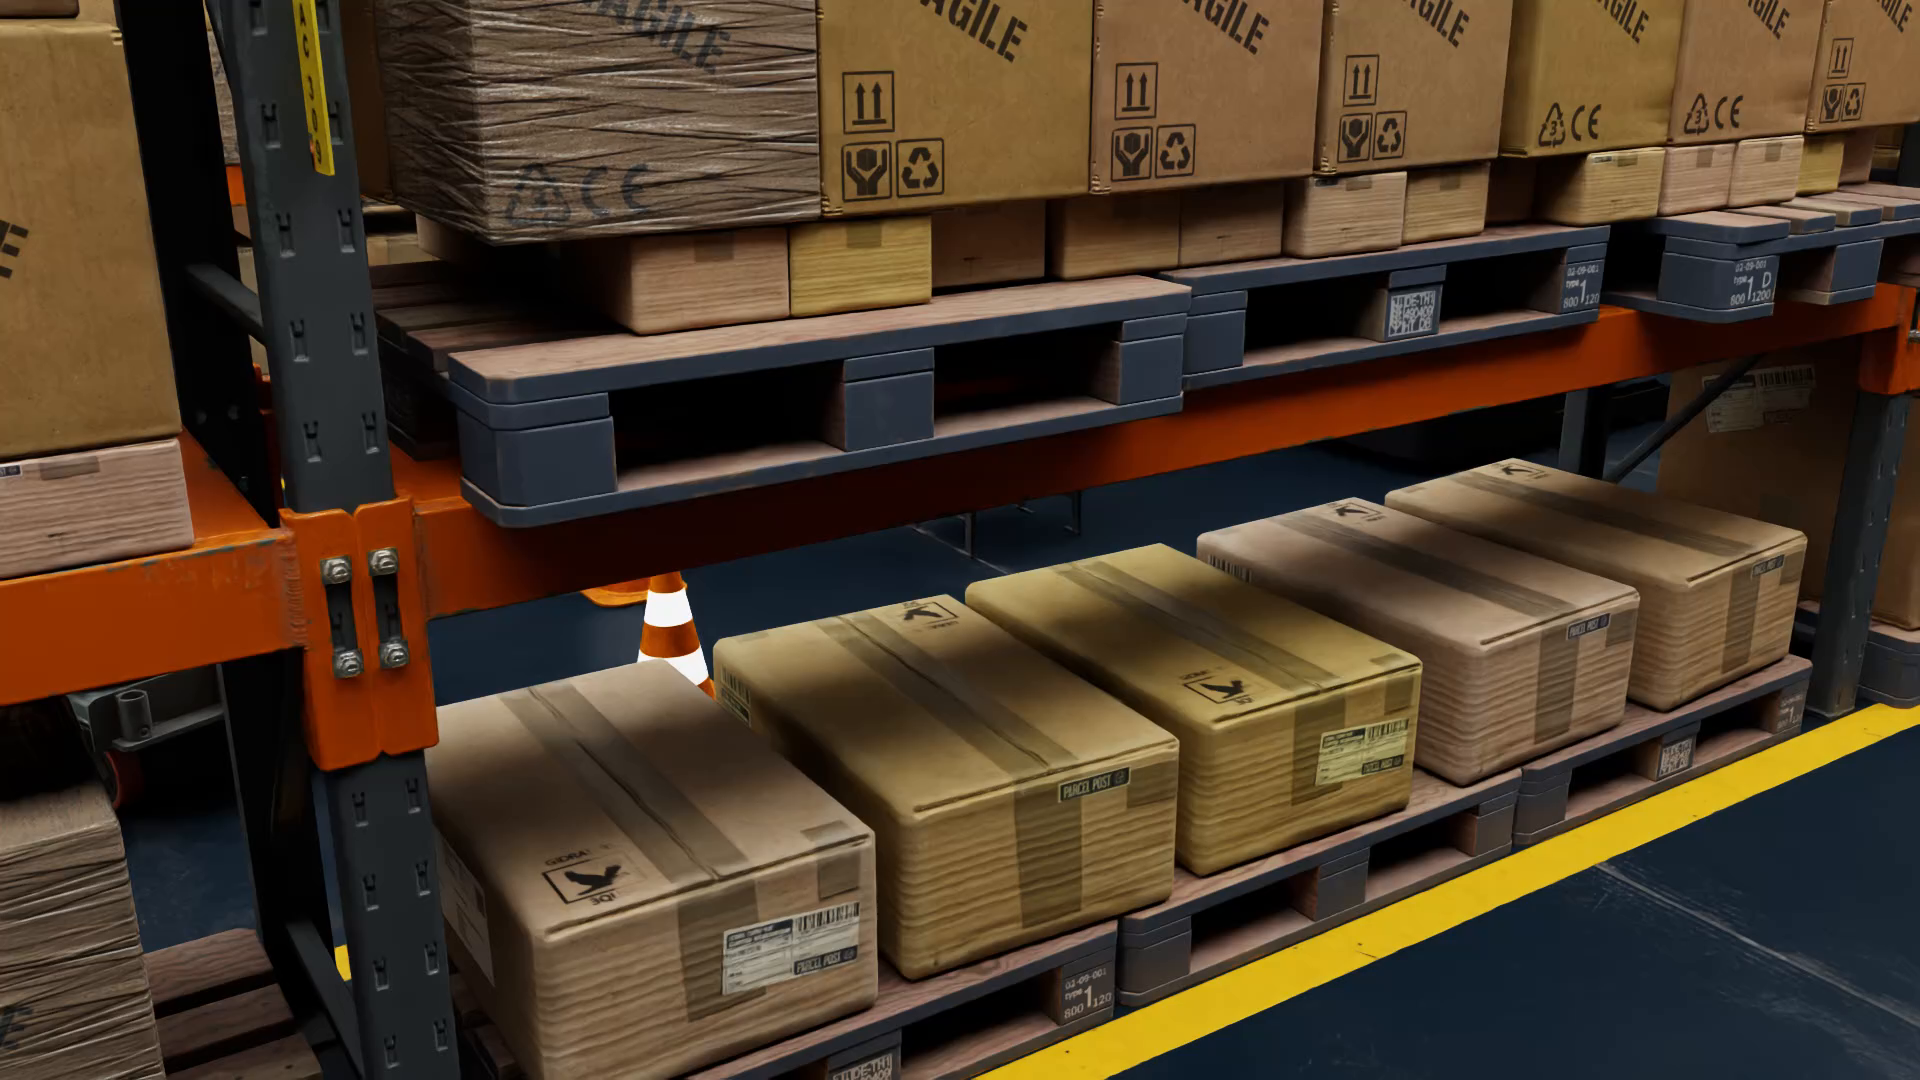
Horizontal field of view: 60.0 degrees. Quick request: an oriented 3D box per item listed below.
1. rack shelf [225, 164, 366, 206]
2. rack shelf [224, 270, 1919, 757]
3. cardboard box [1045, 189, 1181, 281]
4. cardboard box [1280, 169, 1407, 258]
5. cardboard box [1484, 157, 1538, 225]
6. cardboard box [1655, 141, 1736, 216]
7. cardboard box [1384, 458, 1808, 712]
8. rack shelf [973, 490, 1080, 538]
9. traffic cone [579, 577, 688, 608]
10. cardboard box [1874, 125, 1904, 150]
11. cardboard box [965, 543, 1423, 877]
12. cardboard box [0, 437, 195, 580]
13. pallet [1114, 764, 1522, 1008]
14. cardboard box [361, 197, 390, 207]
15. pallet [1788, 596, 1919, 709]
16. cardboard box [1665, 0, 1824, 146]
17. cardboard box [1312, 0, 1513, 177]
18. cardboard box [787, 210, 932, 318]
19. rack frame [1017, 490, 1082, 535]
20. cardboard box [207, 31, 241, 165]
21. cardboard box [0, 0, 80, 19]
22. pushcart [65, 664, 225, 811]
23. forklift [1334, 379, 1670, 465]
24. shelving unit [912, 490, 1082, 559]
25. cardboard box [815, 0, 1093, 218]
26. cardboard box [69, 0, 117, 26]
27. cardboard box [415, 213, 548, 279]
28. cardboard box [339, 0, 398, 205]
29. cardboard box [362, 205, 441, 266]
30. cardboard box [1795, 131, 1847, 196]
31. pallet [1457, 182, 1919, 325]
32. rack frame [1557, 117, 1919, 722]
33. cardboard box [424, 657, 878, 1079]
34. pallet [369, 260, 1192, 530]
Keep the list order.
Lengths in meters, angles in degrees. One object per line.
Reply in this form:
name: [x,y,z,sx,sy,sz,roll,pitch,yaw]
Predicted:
rack shelf: [-2.233,-1.662,7.601,4.000,0.370,1.077,-12,22,-31]
rack shelf: [0.573,-0.356,3.737,4.000,0.370,1.077,-12,22,-31]
cardboard box: [0.184,-0.583,3.023,0.250,0.149,0.380,-12,22,-31]
cardboard box: [0.642,-0.659,3.248,0.250,0.149,0.380,-11,22,-29]
cardboard box: [1.014,-0.780,3.606,0.250,0.149,0.380,-12,22,-31]
cardboard box: [1.515,-0.843,3.792,0.250,0.149,0.380,-13,23,-34]
cardboard box: [1.766,0.094,4.731,0.625,0.372,0.950,-14,23,-35]
rack shelf: [0.138,-0.348,6.223,0.480,0.518,0.431,-12,22,-31]
traffic cone: [-1.139,-0.054,5.682,0.334,0.463,0.336,-12,22,-31]
cardboard box: [2.803,-1.238,4.677,0.500,0.250,0.500,-12,22,-32]
cardboard box: [0.518,0.358,3.950,0.625,0.372,0.950,-11,22,-30]
cardboard box: [-1.198,-0.087,2.212,0.250,0.149,0.380,-12,22,-32]
pallet: [0.572,0.623,4.073,1.213,0.211,1.003,-12,22,-31]
cardboard box: [-4.211,-2.499,12.171,0.500,0.500,0.700,-14,23,-36]
pallet: [2.944,0.153,5.462,1.213,0.211,1.003,-12,22,-31]
cardboard box: [1.591,-1.188,3.798,0.500,0.500,0.500,-12,22,-32]
cardboard box: [0.714,-1.003,3.251,0.500,0.500,0.500,-13,23,-34]
cardboard box: [-0.248,-0.479,2.714,0.250,0.149,0.380,-11,22,-30]
rack frame: [0.342,-1.067,6.122,0.015,2.100,0.400,-12,22,-31]
cardboard box: [-2.895,-1.808,6.752,0.500,0.500,0.500,-12,22,-31]
cardboard box: [-1.584,-0.987,2.299,0.500,0.500,0.700,-12,22,-32]
pushcart: [-2.393,0.297,4.778,1.648,0.377,0.936,13,23,34]
forklift: [2.834,-2.065,7.775,3.031,2.935,1.130,-13,23,-34]
shelving unit: [0.138,-1.024,5.995,0.503,2.100,0.431,-12,22,-31]
cardboard box: [-0.130,-0.826,2.728,0.500,0.500,0.500,-12,22,-31]
cardboard box: [-3.492,-2.261,6.531,0.500,0.500,0.700,-12,22,-32]
cardboard box: [-0.819,-0.589,3.039,0.250,0.149,0.380,-12,22,-31]
cardboard box: [-0.837,-0.874,2.871,0.500,0.500,0.500,-12,22,-32]
cardboard box: [-2.627,-1.086,7.631,0.750,0.750,1.050,-12,22,-31]
cardboard box: [1.915,-0.942,4.083,0.250,0.149,0.380,-12,22,-31]
pallet: [1.707,-0.804,4.239,1.003,0.211,1.213,-12,22,-31]
rack frame: [2.244,-1.049,4.664,0.127,3.000,1.000,-12,22,-31]
cardboard box: [-0.660,0.608,3.209,0.625,0.372,0.950,-12,22,-31]
pallet: [-0.379,-0.349,2.894,1.213,0.211,1.003,-12,22,-31]
